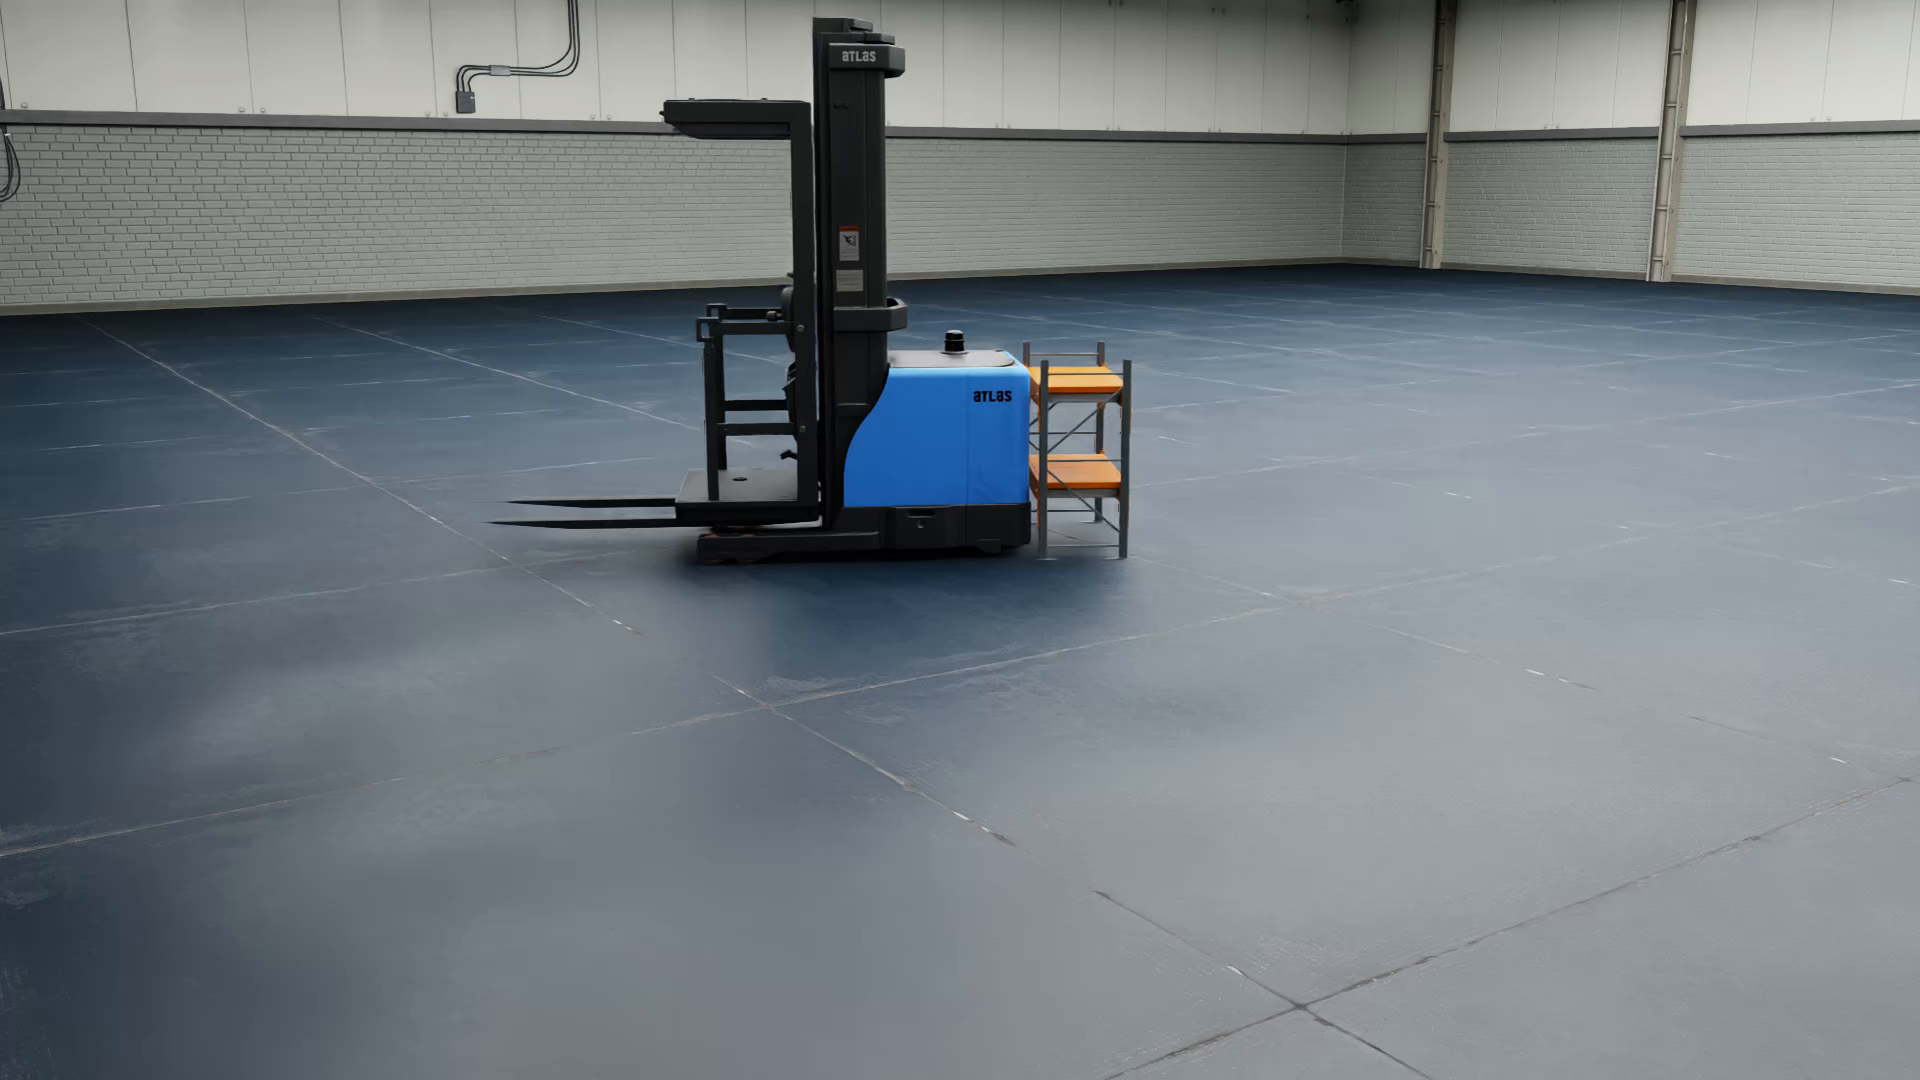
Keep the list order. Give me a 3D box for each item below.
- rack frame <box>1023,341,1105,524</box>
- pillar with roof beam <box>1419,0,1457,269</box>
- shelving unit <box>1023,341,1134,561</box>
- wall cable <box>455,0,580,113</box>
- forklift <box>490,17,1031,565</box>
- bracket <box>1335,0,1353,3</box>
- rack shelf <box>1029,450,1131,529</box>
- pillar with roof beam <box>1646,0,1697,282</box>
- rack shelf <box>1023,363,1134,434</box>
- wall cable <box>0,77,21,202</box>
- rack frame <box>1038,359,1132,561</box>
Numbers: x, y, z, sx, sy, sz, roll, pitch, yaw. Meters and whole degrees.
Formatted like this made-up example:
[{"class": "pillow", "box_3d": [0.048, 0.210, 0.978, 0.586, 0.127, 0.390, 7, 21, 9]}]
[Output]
[{"class": "rack frame", "box_3d": [0.633, -0.656, 10.226, 0.500, 1.125, 0.032, -1, 12, -3]}, {"class": "pillar with roof beam", "box_3d": [7.469, -10.278, 35.798, 9.100, 9.000, 0.548, -8, 15, -33]}, {"class": "shelving unit", "box_3d": [0.662, -0.547, 9.731, 0.538, 1.125, 1.048, -1, 12, -3]}, {"class": "wall cable", "box_3d": [-7.790, -10.522, 28.952, 2.305, 6.003, 0.169, -8, 15, -33]}, {"class": "forklift", "box_3d": [-1.144, -1.413, 9.463, 3.031, 2.935, 1.130, -1, 12, -5]}, {"class": "bracket", "box_3d": [9.214, -12.999, 39.816, 0.235, 0.232, 0.430, -8, 15, -33]}, {"class": "rack shelf", "box_3d": [0.662, -0.308, 9.783, 0.538, 0.278, 1.000, -1, 12, -3]}, {"class": "pillar with roof beam", "box_3d": [10.793, -9.211, 30.918, 9.100, 9.000, 0.400, -8, 15, -33]}, {"class": "rack shelf", "box_3d": [0.662, -0.833, 9.668, 0.538, 0.278, 1.000, -1, 12, -3]}, {"class": "wall cable", "box_3d": [-15.702, -6.223, 24.522, 3.097, 2.526, 0.112, -8, 15, -33]}, {"class": "rack frame", "box_3d": [0.691, -0.439, 9.235, 0.500, 1.125, 0.032, -1, 12, -3]}]
